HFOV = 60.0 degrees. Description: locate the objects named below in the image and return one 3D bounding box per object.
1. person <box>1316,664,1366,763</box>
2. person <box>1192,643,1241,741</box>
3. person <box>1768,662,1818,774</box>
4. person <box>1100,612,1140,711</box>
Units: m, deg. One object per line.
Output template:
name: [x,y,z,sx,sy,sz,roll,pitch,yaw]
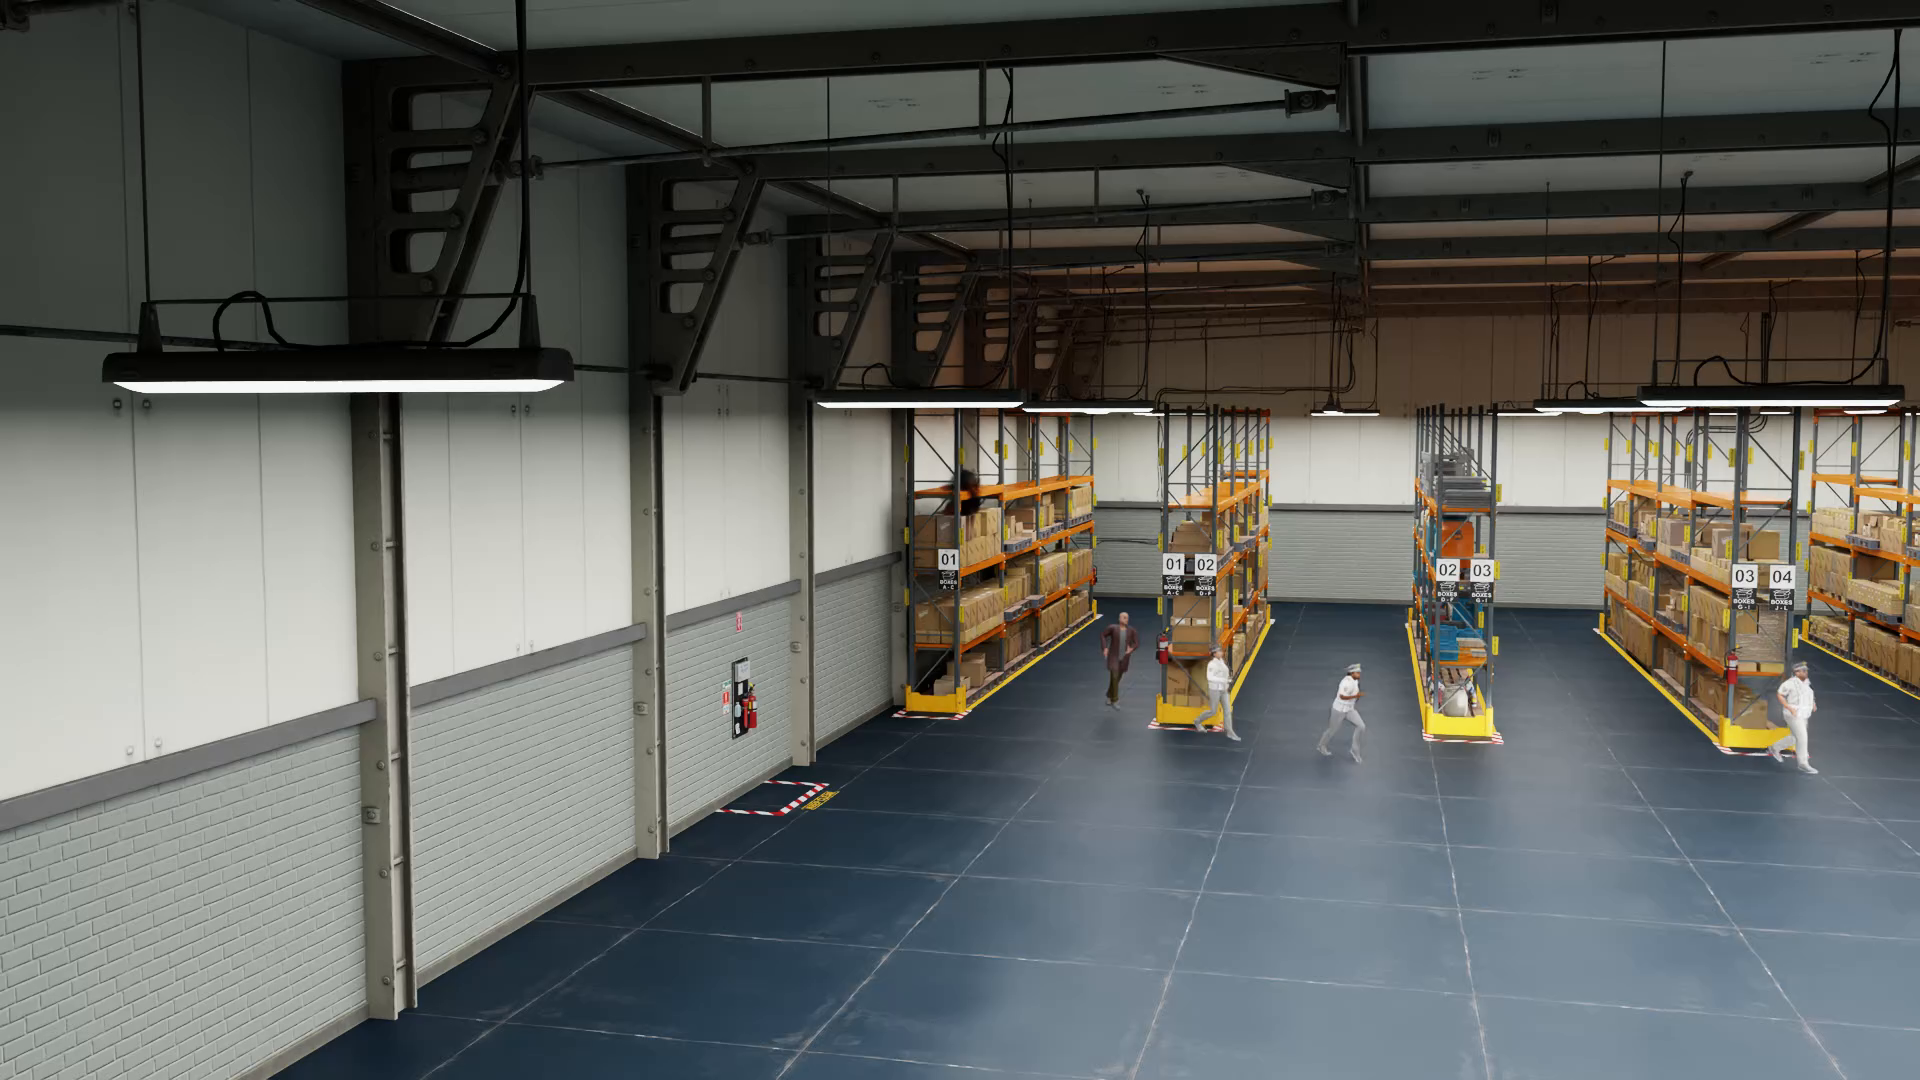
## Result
person: [6.392,2.877,27.840,0.569,1.687,0.918,-4,6,-43]
person: [4.536,2.659,29.323,0.932,1.698,0.630,4,6,41]
person: [13.628,2.852,27.103,0.657,1.781,0.854,-3,5,-33]
person: [3.050,2.271,31.534,0.714,1.802,0.887,-1,4,-13]
